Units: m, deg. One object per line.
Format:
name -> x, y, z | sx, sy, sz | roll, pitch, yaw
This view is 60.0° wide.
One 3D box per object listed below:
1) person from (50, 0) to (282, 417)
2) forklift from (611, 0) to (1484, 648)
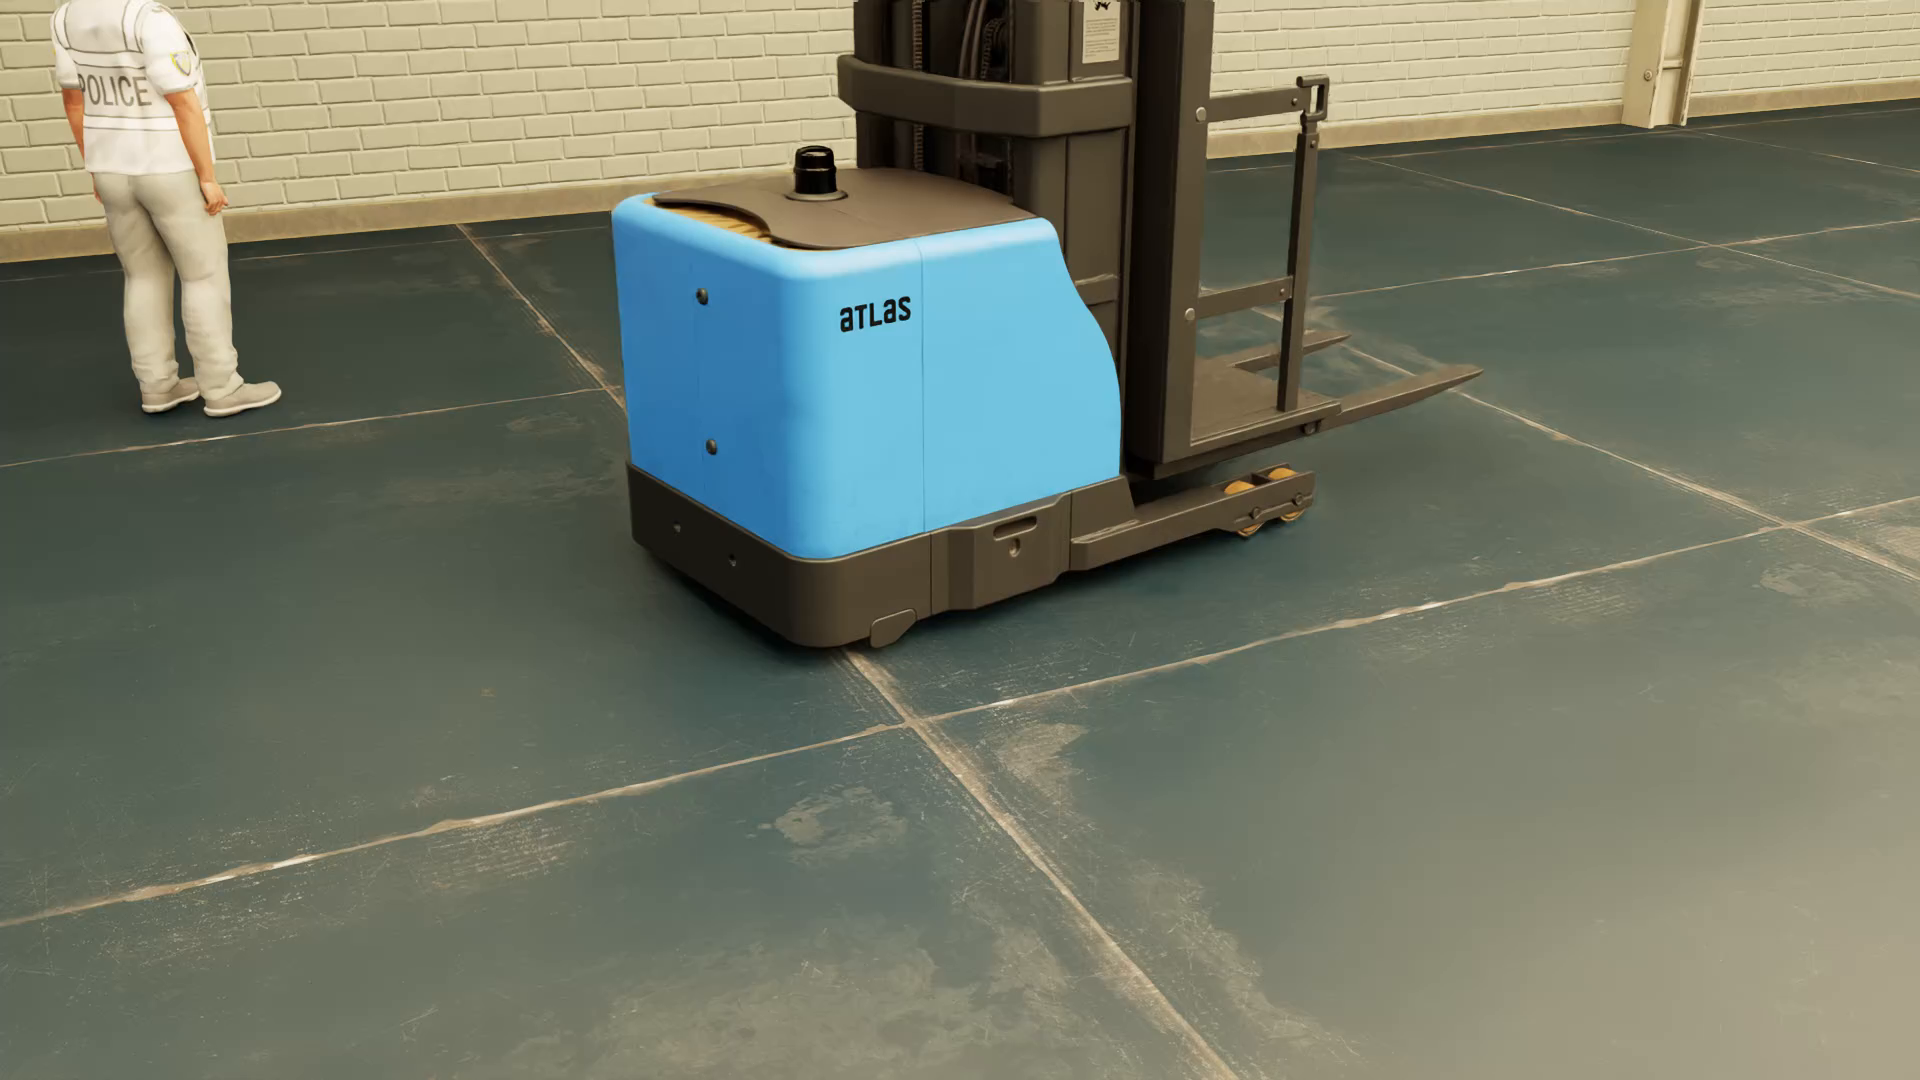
person -> -2.894, -1.326, 5.993 | 0.528, 1.773, 0.395 | 6, 23, 14
forklift -> 0.497, -1.510, 4.920 | 3.031, 2.935, 1.130 | -17, 28, -35
